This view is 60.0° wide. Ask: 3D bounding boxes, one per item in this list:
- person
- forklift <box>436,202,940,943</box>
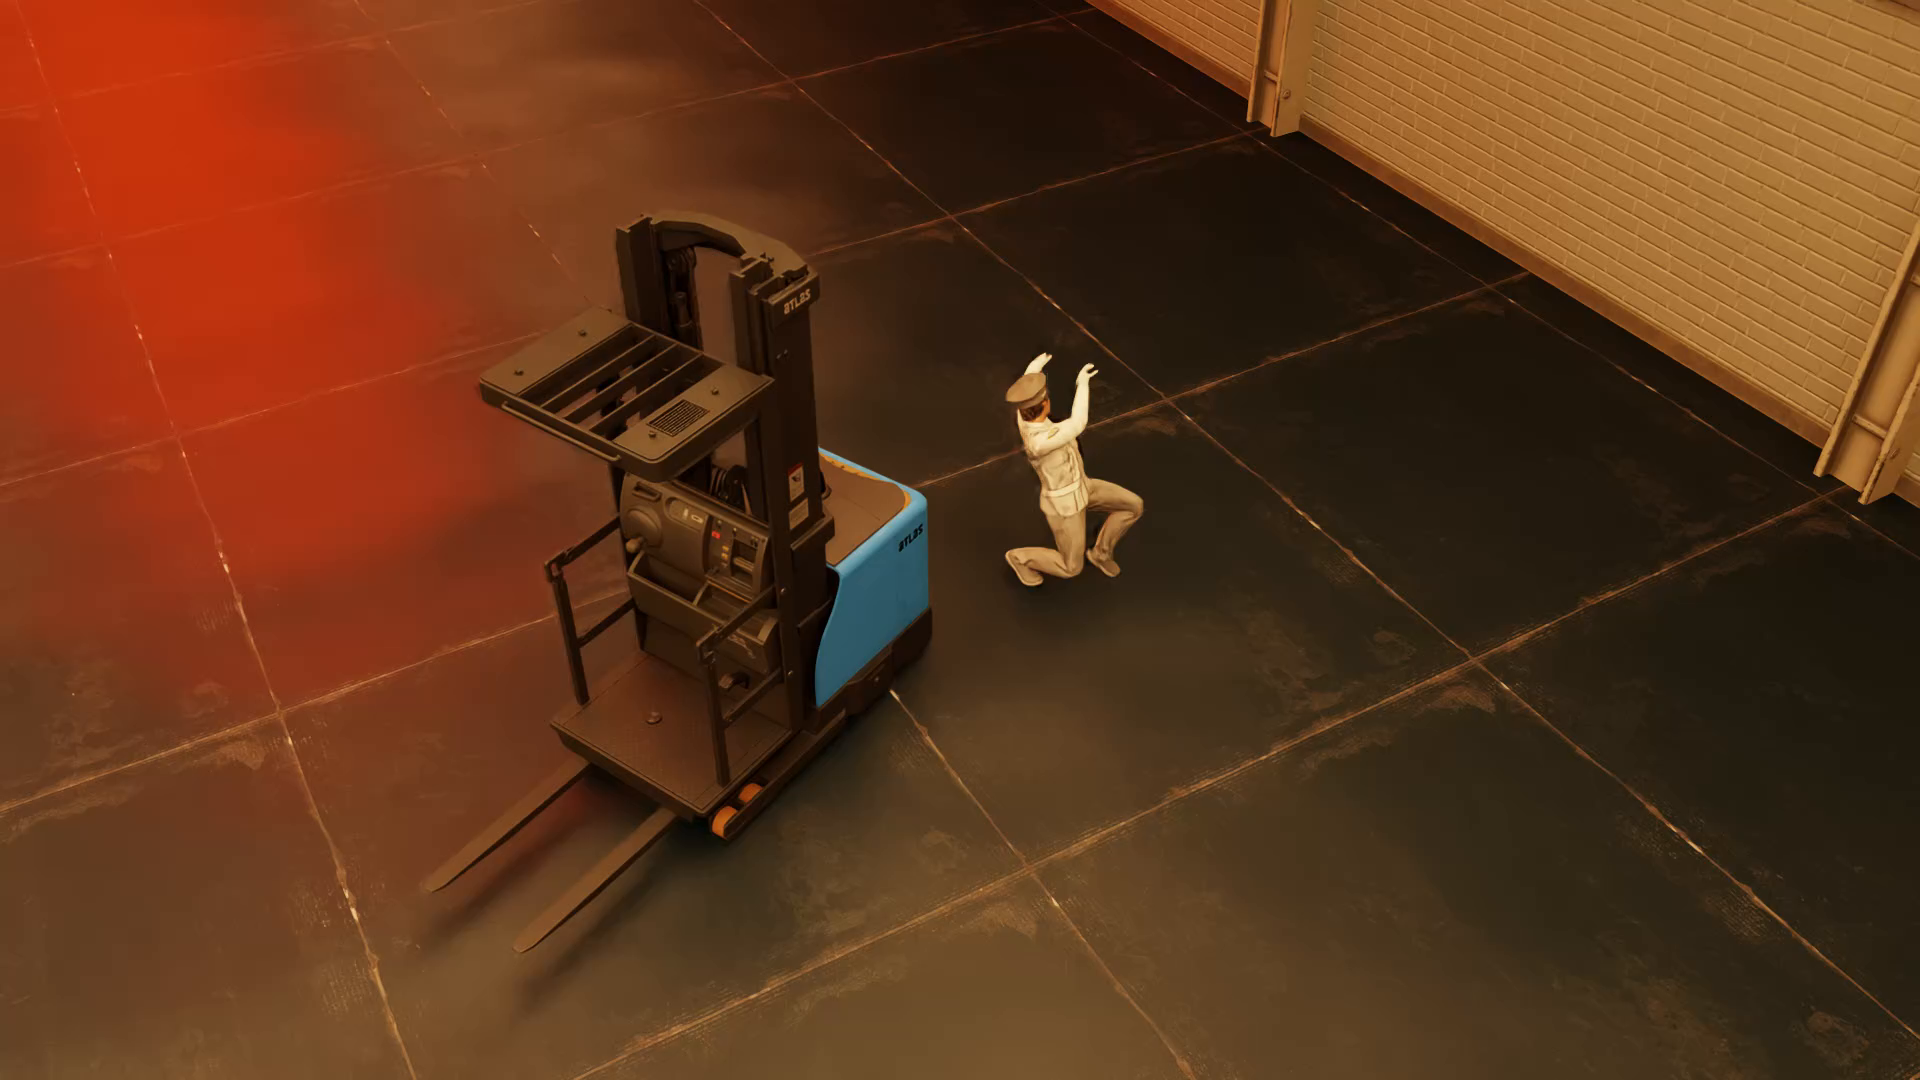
[{"bbox_3d":[0.737,-0.400,9.738,0.929,1.384,0.892,3,40,3],"label":"person"},{"bbox_3d":[-1.381,0.005,8.030,1.130,2.935,3.031,24,46,27],"label":"forklift"}]
